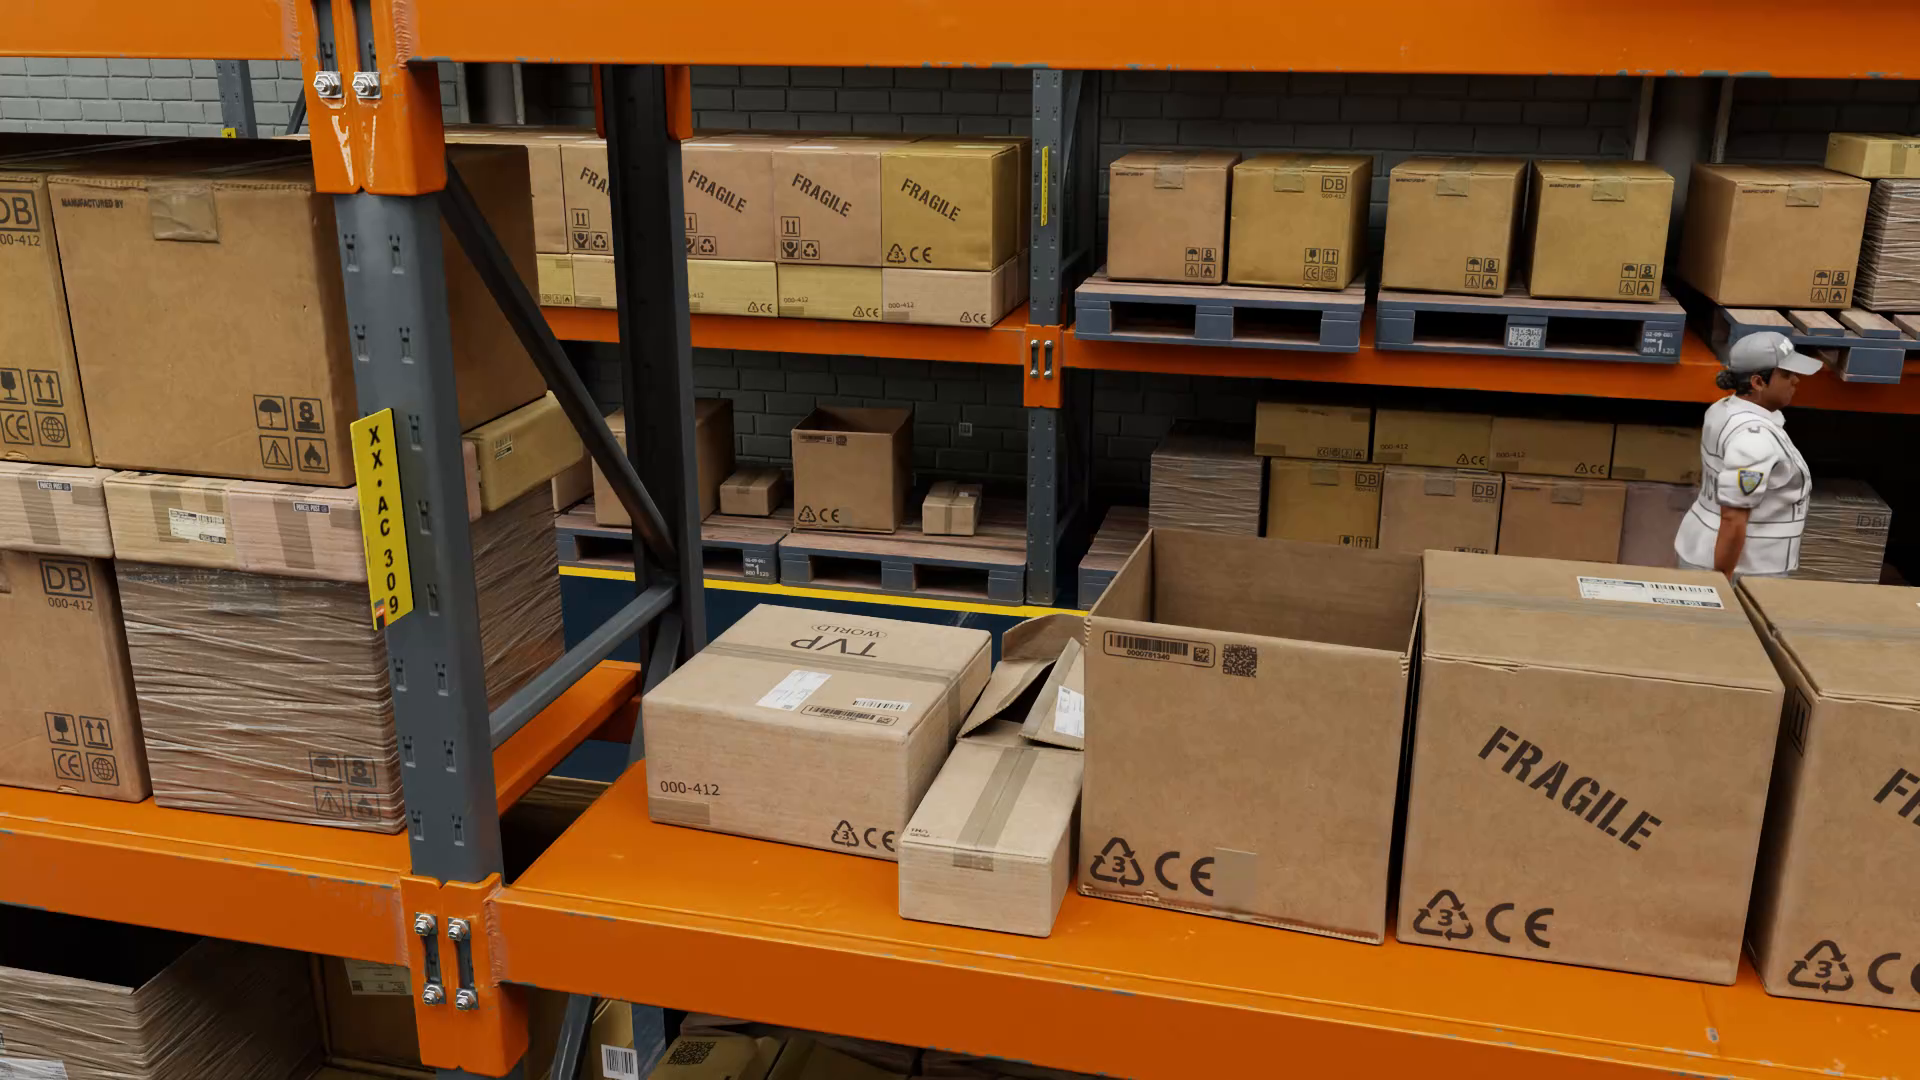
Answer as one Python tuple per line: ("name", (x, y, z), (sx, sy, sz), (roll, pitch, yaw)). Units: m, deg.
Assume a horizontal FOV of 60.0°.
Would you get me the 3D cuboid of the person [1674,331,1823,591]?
("person", (2.618, 0.092, 5.720), (0.690, 1.645, 0.475), (3, 19, 10))
